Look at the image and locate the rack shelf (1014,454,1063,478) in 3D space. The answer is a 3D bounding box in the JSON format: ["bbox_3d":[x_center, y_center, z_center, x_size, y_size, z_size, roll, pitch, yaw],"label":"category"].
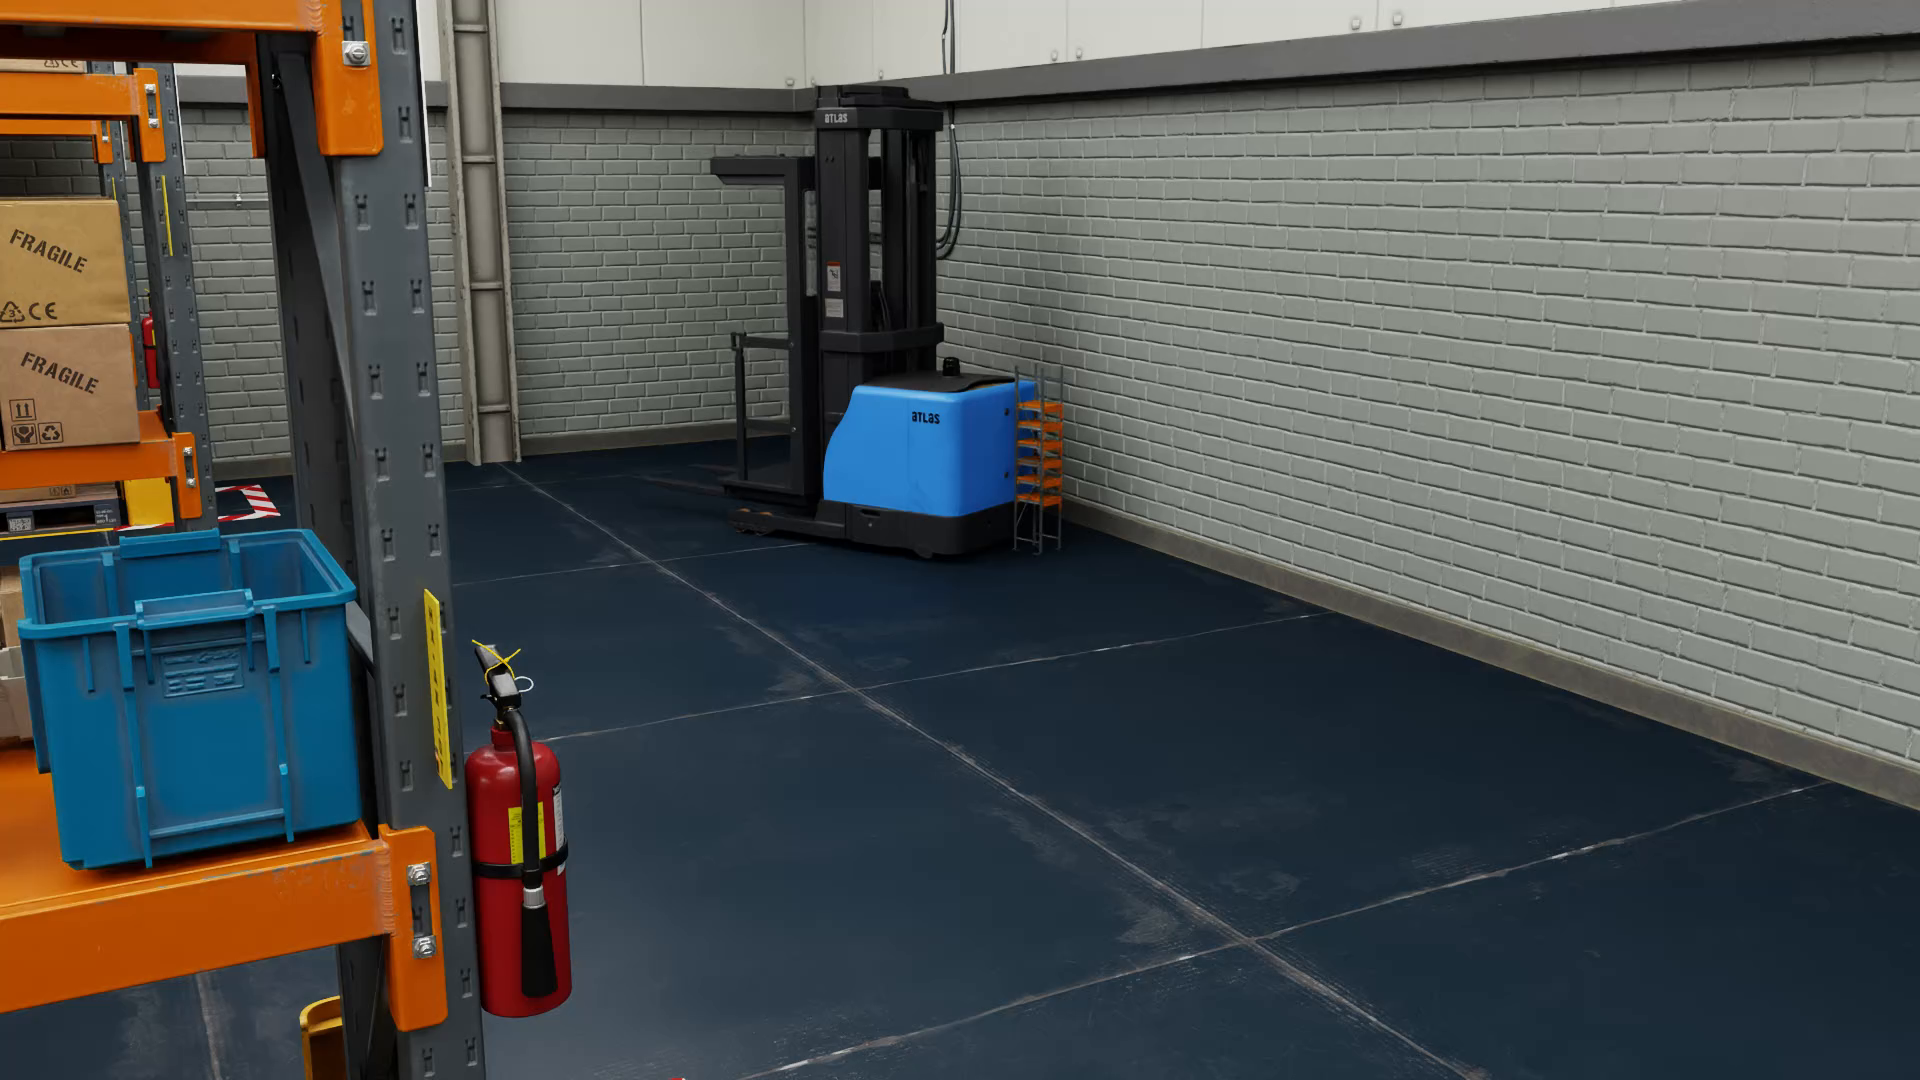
[{"bbox_3d":[0.503,-0.475,10.687,0.258,0.103,0.180,12,17,43],"label":"rack shelf"}]

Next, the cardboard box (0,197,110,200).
[{"bbox_3d":[-4.040,-1.270,7.414,0.500,0.500,0.500,-6,14,-26],"label":"cardboard box"}]

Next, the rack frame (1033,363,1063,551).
[{"bbox_3d":[0.567,-0.532,10.742,0.240,1.200,0.006,12,17,43],"label":"rack frame"}]

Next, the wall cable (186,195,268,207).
[{"bbox_3d":[-5.231,-2.496,13.054,1.851,1.984,0.084,-7,14,-28],"label":"wall cable"}]

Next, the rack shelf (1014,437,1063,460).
[{"bbox_3d":[0.503,-0.592,10.661,0.258,0.103,0.180,12,17,43],"label":"rack shelf"}]

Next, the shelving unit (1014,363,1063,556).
[{"bbox_3d":[0.503,-0.518,10.678,0.258,1.200,0.189,12,17,43],"label":"shelving unit"}]

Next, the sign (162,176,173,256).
[{"bbox_3d":[-3.276,-1.339,6.870,0.005,0.325,0.100,-7,14,-28],"label":"sign"}]

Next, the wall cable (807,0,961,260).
[{"bbox_3d":[-0.766,-3.621,13.777,0.112,2.526,3.097,-7,14,-28],"label":"wall cable"}]

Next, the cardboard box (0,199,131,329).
[{"bbox_3d":[-3.783,-1.166,6.952,0.500,0.500,0.500,-7,14,-28],"label":"cardboard box"}]

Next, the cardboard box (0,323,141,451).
[{"bbox_3d":[-3.787,-0.678,7.063,0.500,0.500,0.500,-6,14,-26],"label":"cardboard box"}]

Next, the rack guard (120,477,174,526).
[{"bbox_3d":[-5.880,-0.466,12.043,0.348,0.500,1.175,-7,14,-28],"label":"rack guard"}]

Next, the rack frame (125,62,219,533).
[{"bbox_3d":[-3.525,-0.729,7.517,0.127,3.000,1.000,-7,14,-28],"label":"rack frame"}]

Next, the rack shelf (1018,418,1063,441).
[{"bbox_3d":[0.503,-0.709,10.635,0.258,0.103,0.180,12,17,43],"label":"rack shelf"}]

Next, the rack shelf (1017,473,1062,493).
[{"bbox_3d":[0.503,-0.357,10.714,0.258,0.103,0.180,12,17,43],"label":"rack shelf"}]

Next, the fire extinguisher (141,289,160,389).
[{"bbox_3d":[-5.548,-1.391,11.482,0.183,0.674,0.296,-7,14,-28],"label":"fire extinguisher"}]

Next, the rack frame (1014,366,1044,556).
[{"bbox_3d":[0.439,-0.504,10.614,0.240,1.200,0.006,12,17,43],"label":"rack frame"}]

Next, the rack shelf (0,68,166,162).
[{"bbox_3d":[-5.280,-1.631,6.331,4.000,0.370,1.077,-7,14,-28],"label":"rack shelf"}]

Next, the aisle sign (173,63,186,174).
[{"bbox_3d":[-3.318,-1.945,7.001,0.004,0.787,0.394,-7,14,-28],"label":"aisle sign"}]

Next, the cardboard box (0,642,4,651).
[{"bbox_3d":[-4.282,0.569,7.202,0.250,0.166,0.380,-7,14,-28],"label":"cardboard box"}]

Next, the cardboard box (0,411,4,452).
[{"bbox_3d":[-4.241,-0.623,6.818,0.500,0.500,0.500,-7,14,-27],"label":"cardboard box"}]

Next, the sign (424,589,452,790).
[{"bbox_3d":[-0.877,0.251,2.792,0.005,0.325,0.100,-7,14,-28],"label":"sign"}]

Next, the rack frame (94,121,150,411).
[{"bbox_3d":[-5.901,-1.683,11.757,0.127,3.000,1.000,-7,14,-28],"label":"rack frame"}]

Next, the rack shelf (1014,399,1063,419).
[{"bbox_3d":[0.503,-0.826,10.608,0.258,0.103,0.180,12,17,43],"label":"rack shelf"}]

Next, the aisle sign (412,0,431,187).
[{"bbox_3d":[-0.951,-0.993,2.771,0.004,0.787,0.394,-7,14,-28],"label":"aisle sign"}]

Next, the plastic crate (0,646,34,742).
[{"bbox_3d":[-1.850,0.306,3.383,0.298,0.136,0.250,-7,14,-28],"label":"plastic crate"}]

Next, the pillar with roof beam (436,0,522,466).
[{"bbox_3d":[-1.883,-4.231,9.415,0.400,9.000,9.100,-7,14,-28],"label":"pillar with roof beam"}]

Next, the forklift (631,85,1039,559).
[{"bbox_3d":[-0.971,-1.541,11.281,3.031,2.935,1.130,9,15,34],"label":"forklift"}]

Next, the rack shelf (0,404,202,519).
[{"bbox_3d":[-5.280,-0.168,6.661,4.000,0.370,1.077,-7,14,-28],"label":"rack shelf"}]

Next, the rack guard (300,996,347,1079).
[{"bbox_3d":[-1.140,1.440,3.570,0.348,0.500,1.175,-7,14,-28],"label":"rack guard"}]

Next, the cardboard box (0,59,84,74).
[{"bbox_3d":[-3.849,-2.014,6.738,0.500,0.250,0.500,-7,14,-28],"label":"cardboard box"}]

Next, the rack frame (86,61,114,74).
[{"bbox_3d":[-5.901,-4.610,11.098,0.127,3.000,1.000,-7,14,-28],"label":"rack frame"}]

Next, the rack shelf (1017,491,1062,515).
[{"bbox_3d":[0.503,-0.240,10.740,0.258,0.103,0.180,12,17,43],"label":"rack shelf"}]

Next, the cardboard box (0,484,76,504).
[{"bbox_3d":[-6.468,-0.576,11.572,0.500,0.500,0.700,-7,14,-28],"label":"cardboard box"}]

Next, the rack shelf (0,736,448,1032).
[{"bbox_3d":[-2.910,0.787,2.417,4.000,0.370,1.077,-7,14,-28],"label":"rack shelf"}]

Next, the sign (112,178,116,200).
[{"bbox_3d":[-5.654,-2.258,11.133,0.005,0.325,0.100,-7,14,-28],"label":"sign"}]

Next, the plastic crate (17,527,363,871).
[{"bbox_3d":[-1.359,0.251,2.946,0.499,0.435,0.616,-7,14,-28],"label":"plastic crate"}]

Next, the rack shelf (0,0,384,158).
[{"bbox_3d":[-2.910,-0.676,2.088,4.000,0.370,1.077,-7,14,-28],"label":"rack shelf"}]

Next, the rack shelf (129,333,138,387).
[{"bbox_3d":[-7.657,-1.122,10.901,4.000,0.370,1.077,-7,14,-28],"label":"rack shelf"}]

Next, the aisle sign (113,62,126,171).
[{"bbox_3d":[-5.694,-2.901,11.248,0.004,0.787,0.394,-7,14,-28],"label":"aisle sign"}]

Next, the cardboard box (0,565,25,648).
[{"bbox_3d":[-3.884,0.381,7.278,0.500,0.500,0.500,-7,14,-28],"label":"cardboard box"}]

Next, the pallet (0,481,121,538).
[{"bbox_3d":[-6.566,-0.224,11.622,1.213,0.211,1.003,-7,14,-28],"label":"pallet"}]

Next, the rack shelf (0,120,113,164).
[{"bbox_3d":[-7.657,-2.585,10.572,4.000,0.370,1.077,-7,14,-28],"label":"rack shelf"}]

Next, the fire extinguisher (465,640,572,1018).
[{"bbox_3d":[-0.804,0.517,3.004,0.183,0.674,0.296,-7,14,-28],"label":"fire extinguisher"}]

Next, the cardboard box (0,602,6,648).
[{"bbox_3d":[-4.577,0.453,7.525,0.500,0.250,0.500,-7,14,-28],"label":"cardboard box"}]
